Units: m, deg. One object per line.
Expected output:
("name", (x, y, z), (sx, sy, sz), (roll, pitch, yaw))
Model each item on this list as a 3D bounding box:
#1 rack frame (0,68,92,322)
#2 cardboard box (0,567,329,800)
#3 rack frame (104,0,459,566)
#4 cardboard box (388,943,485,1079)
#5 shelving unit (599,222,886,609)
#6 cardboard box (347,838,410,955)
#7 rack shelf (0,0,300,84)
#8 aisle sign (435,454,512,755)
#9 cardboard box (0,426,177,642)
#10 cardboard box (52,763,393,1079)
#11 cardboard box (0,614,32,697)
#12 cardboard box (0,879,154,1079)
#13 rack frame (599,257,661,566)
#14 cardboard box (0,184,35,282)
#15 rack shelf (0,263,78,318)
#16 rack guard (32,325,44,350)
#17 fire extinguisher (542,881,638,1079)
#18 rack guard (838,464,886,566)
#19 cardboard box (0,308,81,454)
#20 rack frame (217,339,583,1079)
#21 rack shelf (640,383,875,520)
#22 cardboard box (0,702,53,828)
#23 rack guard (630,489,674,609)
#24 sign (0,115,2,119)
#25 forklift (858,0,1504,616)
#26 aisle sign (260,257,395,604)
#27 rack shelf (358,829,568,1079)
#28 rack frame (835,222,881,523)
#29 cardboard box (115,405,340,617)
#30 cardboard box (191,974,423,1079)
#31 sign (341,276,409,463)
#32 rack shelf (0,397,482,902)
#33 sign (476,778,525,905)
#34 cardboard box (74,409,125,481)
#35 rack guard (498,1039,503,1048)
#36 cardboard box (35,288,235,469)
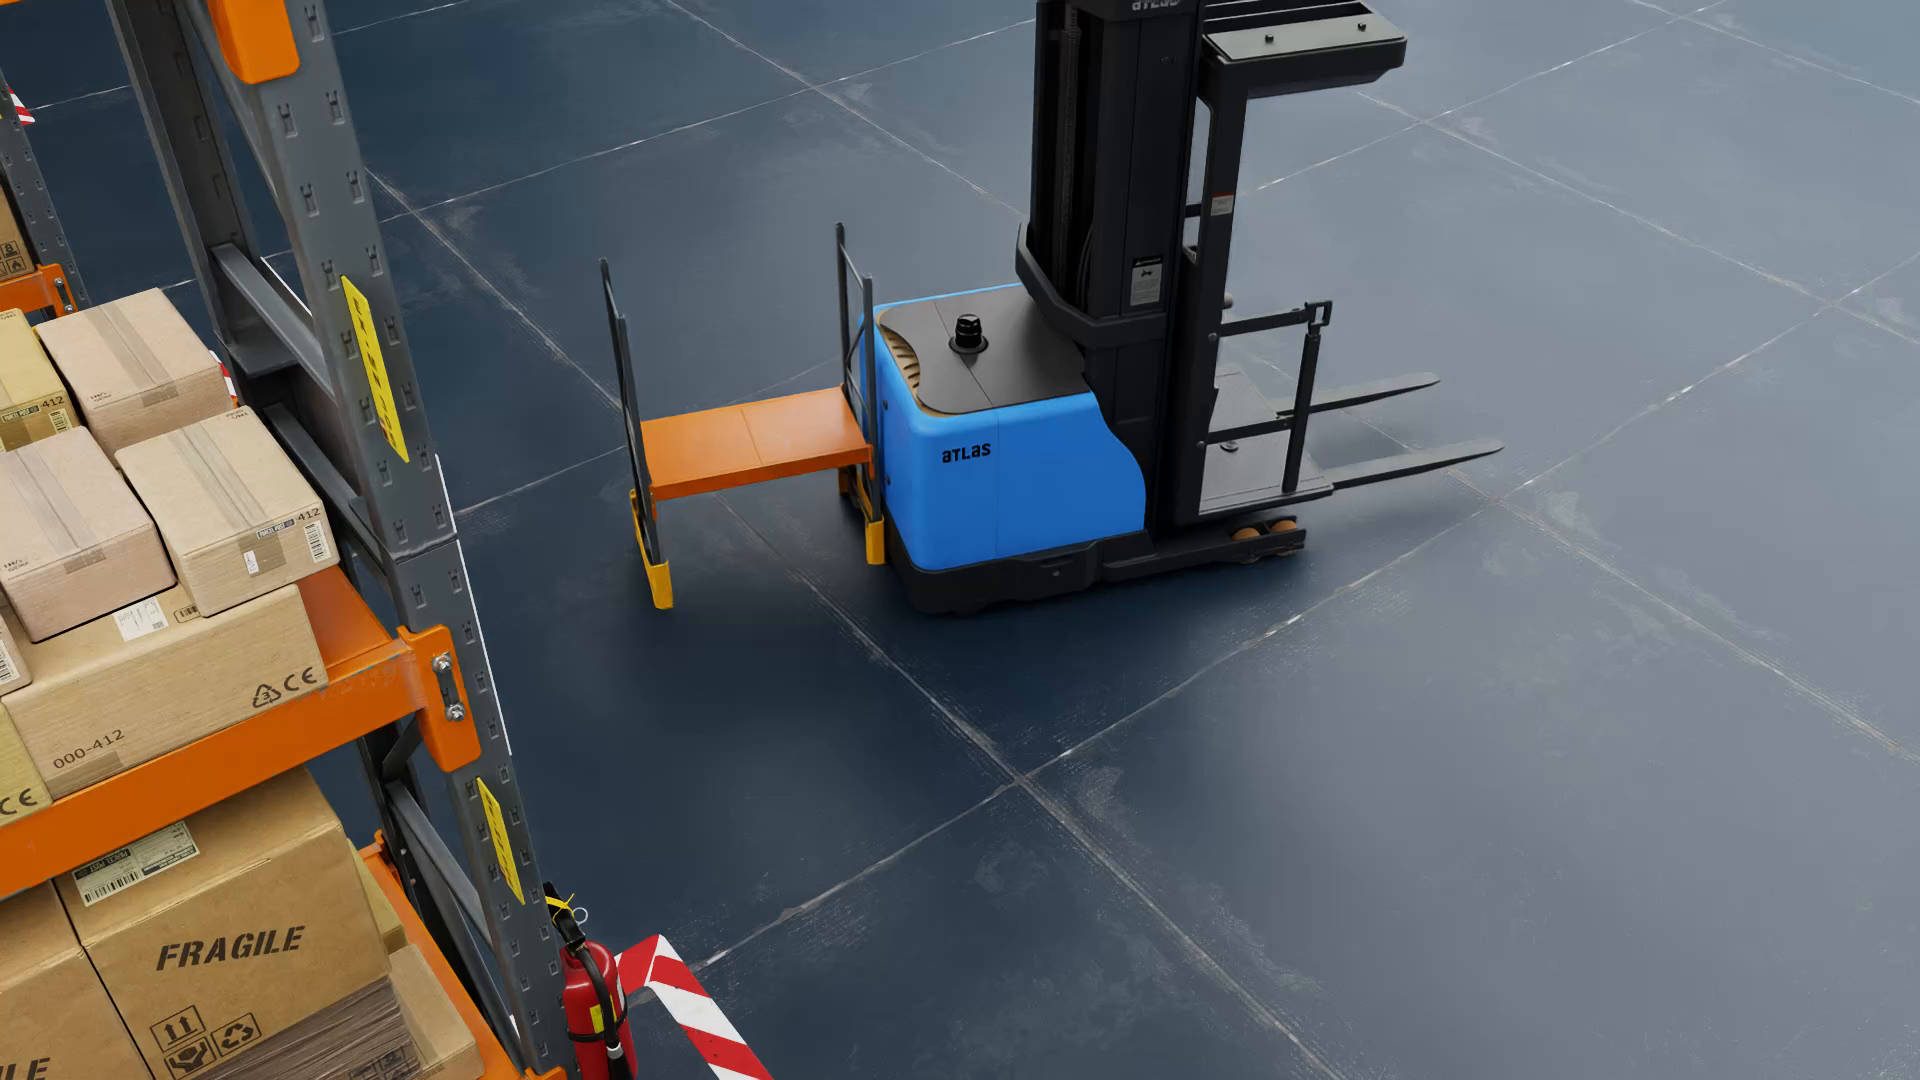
("rack frame", (-4.248, -1.602, 7.471), (0.127, 3.000, 1.000), (-26, 46, -28))
("cardboard box", (-1.534, 0.144, 3.096), (0.500, 0.250, 0.500), (-25, 45, -27))
("rack frame", (-1.306, -1.388, 2.480), (0.127, 3.000, 1.000), (-26, 46, -28))
("cardboard box", (-1.406, 1.243, 4.202), (0.250, 0.149, 0.380), (-26, 46, -28))
("shelving unit", (-0.944, -0.546, 7.366), (1.083, 1.500, 0.587), (-11, 41, -14))
("cardboard box", (-1.677, 1.019, 4.474), (0.250, 0.149, 0.380), (-26, 46, -28))
("rack shelf", (-2.892, -0.335, 1.767), (4.000, 0.370, 1.077), (-26, 46, -28))
("aisle sign", (-1.074, 0.053, 3.404), (0.004, 0.787, 0.394), (-26, 46, -28))
("cardboard box", (-1.614, -0.018, 2.980), (0.250, 0.149, 0.380), (-28, 47, -29))
("cardboard box", (-1.592, 0.728, 3.529), (0.500, 0.500, 0.500), (-26, 46, -28))
("cardboard box", (-1.764, 0.142, 2.784), (0.250, 0.149, 0.380), (-28, 47, -30))
("cardboard box", (-1.985, 0.924, 3.290), (0.500, 0.500, 0.500), (-26, 46, -28))
("rack frame", (-1.420, -0.450, 7.249), (0.032, 1.500, 0.500), (-11, 41, -14))
("cardboard box", (-4.515, -1.494, 7.221), (0.550, 0.550, 0.875), (-26, 46, -28))
("rack shelf", (-5.834, -0.551, 6.757), (4.000, 0.370, 1.077), (-26, 46, -28))
("rack guard", (-4.229, -0.645, 8.275), (0.348, 0.500, 1.175), (-26, 46, -28))
("fire extinguisher", (-0.934, 1.149, 4.179), (0.183, 0.674, 0.296), (-26, 46, -28))
("rack guard", (-0.470, -0.159, 7.880), (0.087, 0.250, 0.587), (-11, 41, -14))
("cardboard box", (-1.930, -0.283, 3.302), (0.250, 0.149, 0.380), (-25, 45, -27))
("rack frame", (-1.306, 0.932, 4.383), (0.127, 3.000, 1.000), (-26, 46, -28))
("rack shelf", (-0.935, -0.408, 7.482), (1.000, 0.185, 0.538), (-11, 41, -14))
("cardboard box", (-1.928, 0.338, 2.859), (0.500, 0.250, 0.500), (-26, 46, -28))
("rack guard", (-1.418, 0.033, 7.646), (0.087, 0.250, 0.587), (-11, 41, -14))
("sign", (-3.929, -1.863, 6.689), (0.005, 0.325, 0.100), (-26, 46, -28))
("forklift", (1.104, -1.332, 7.197), (3.031, 2.935, 1.130), (-11, 41, -13))
("aisle sign", (-1.440, -0.248, 3.771), (0.004, 0.787, 0.394), (-26, 46, -28))
("rack shelf", (-2.892, 1.983, 3.669), (4.000, 0.370, 1.077), (-26, 46, -28))
("rack frame", (-0.451, -0.645, 7.488), (0.032, 1.500, 0.500), (-11, 41, -14))
("cardboard box", (-1.336, -0.060, 3.030), (0.250, 0.149, 0.380), (-26, 46, -28))
("cardboard box", (-1.759, 0.977, 4.014), (0.500, 0.500, 0.875), (-26, 46, -28))
("sign", (-0.984, -0.284, 2.801), (0.005, 0.325, 0.100), (-26, 46, -28))
("rack shelf", (-2.892, 0.823, 2.717), (4.000, 0.370, 1.077), (-26, 46, -28))
("sign", (-0.984, 0.649, 3.566), (0.005, 0.325, 0.100), (-26, 46, -28))
("cardboard box", (-1.846, -0.114, 3.411), (0.500, 0.250, 0.500), (-25, 45, -27))
("rack guard", (-1.366, 1.927, 5.140), (0.348, 0.500, 1.175), (-26, 46, -28))
("cardboard box", (-1.665, -0.334, 3.365), (0.250, 0.149, 0.380), (-26, 46, -28))
